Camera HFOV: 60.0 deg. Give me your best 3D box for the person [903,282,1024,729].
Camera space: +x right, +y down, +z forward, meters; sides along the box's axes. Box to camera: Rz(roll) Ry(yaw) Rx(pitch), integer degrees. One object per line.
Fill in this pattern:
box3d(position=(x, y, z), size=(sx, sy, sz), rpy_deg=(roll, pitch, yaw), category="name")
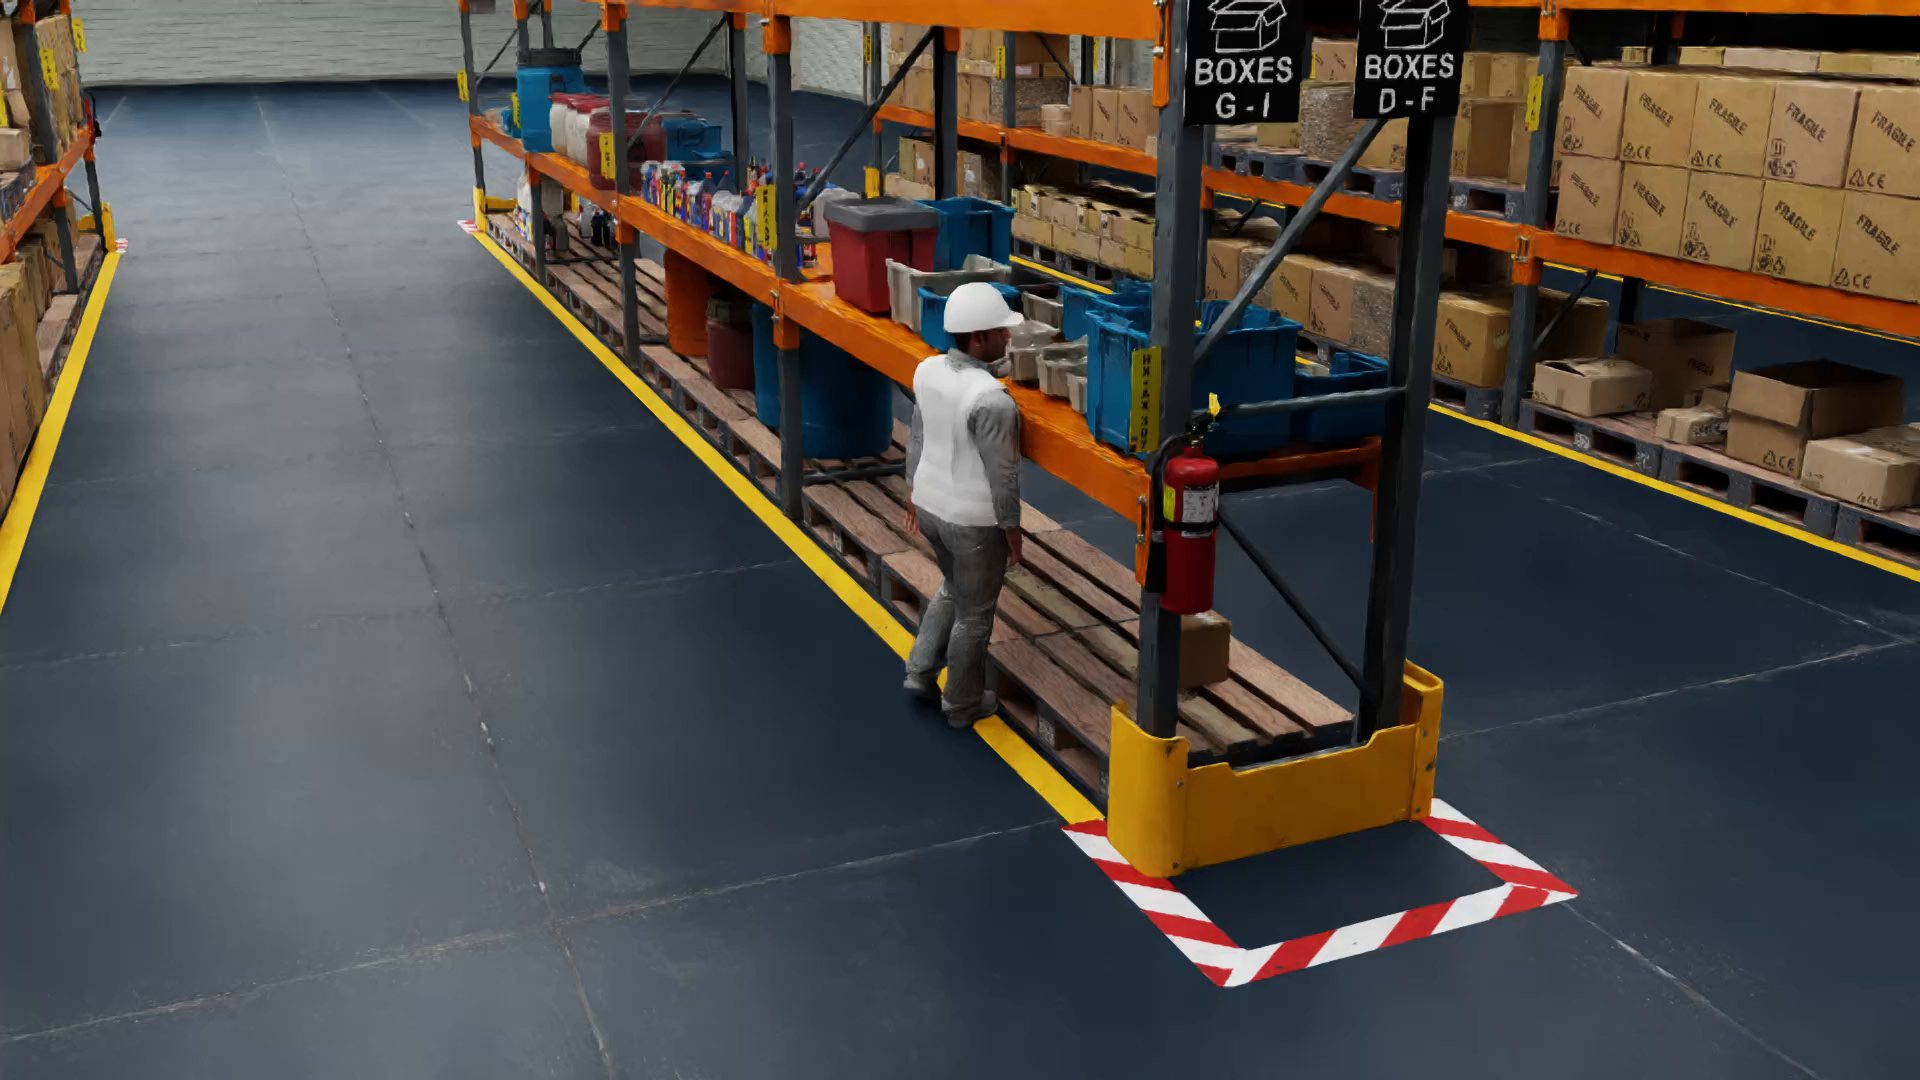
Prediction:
box3d(position=(0.026, -0.103, 6.367), size=(0.397, 1.811, 0.662), rpy_deg=(-14, 23, -36), category="person")
